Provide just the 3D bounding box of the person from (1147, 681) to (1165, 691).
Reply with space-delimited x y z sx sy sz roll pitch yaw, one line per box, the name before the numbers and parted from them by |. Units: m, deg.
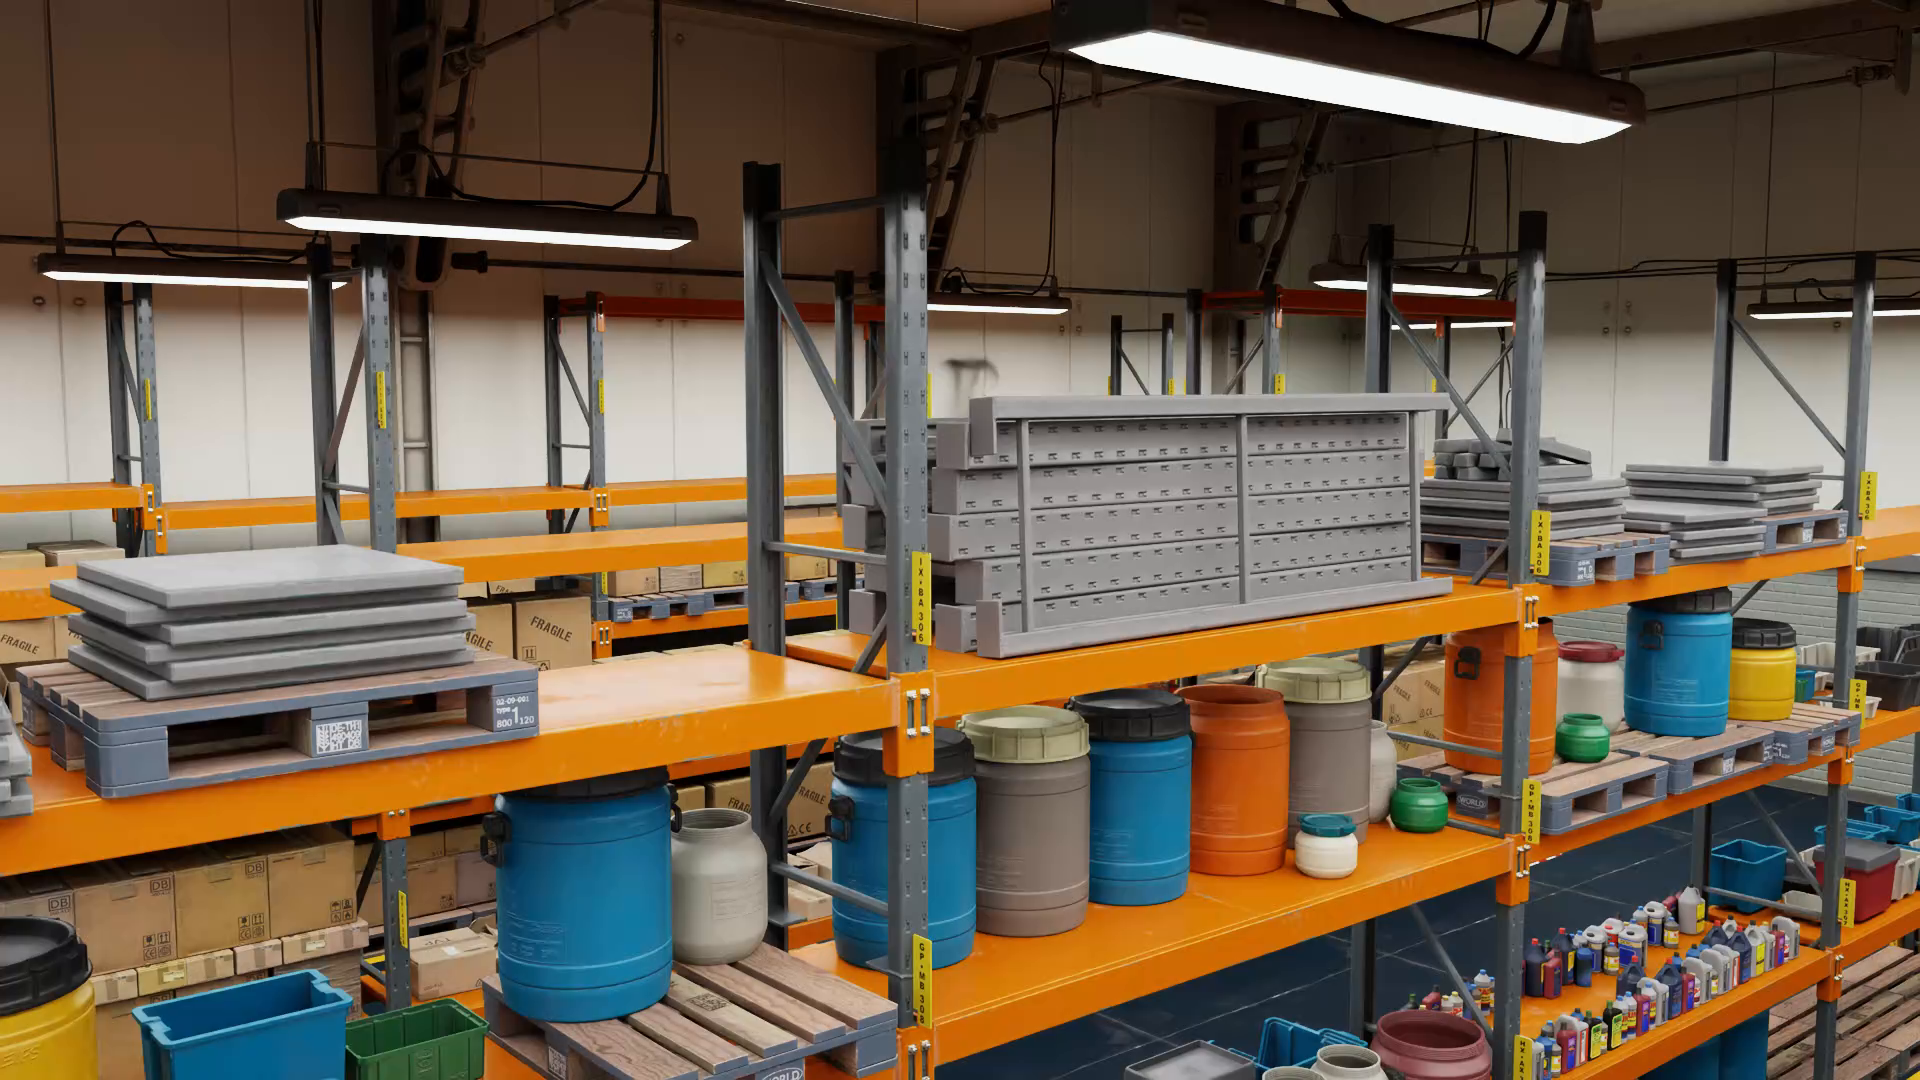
person | 2.269 2.413 19.290 0.670 1.831 0.807 5 7 40
